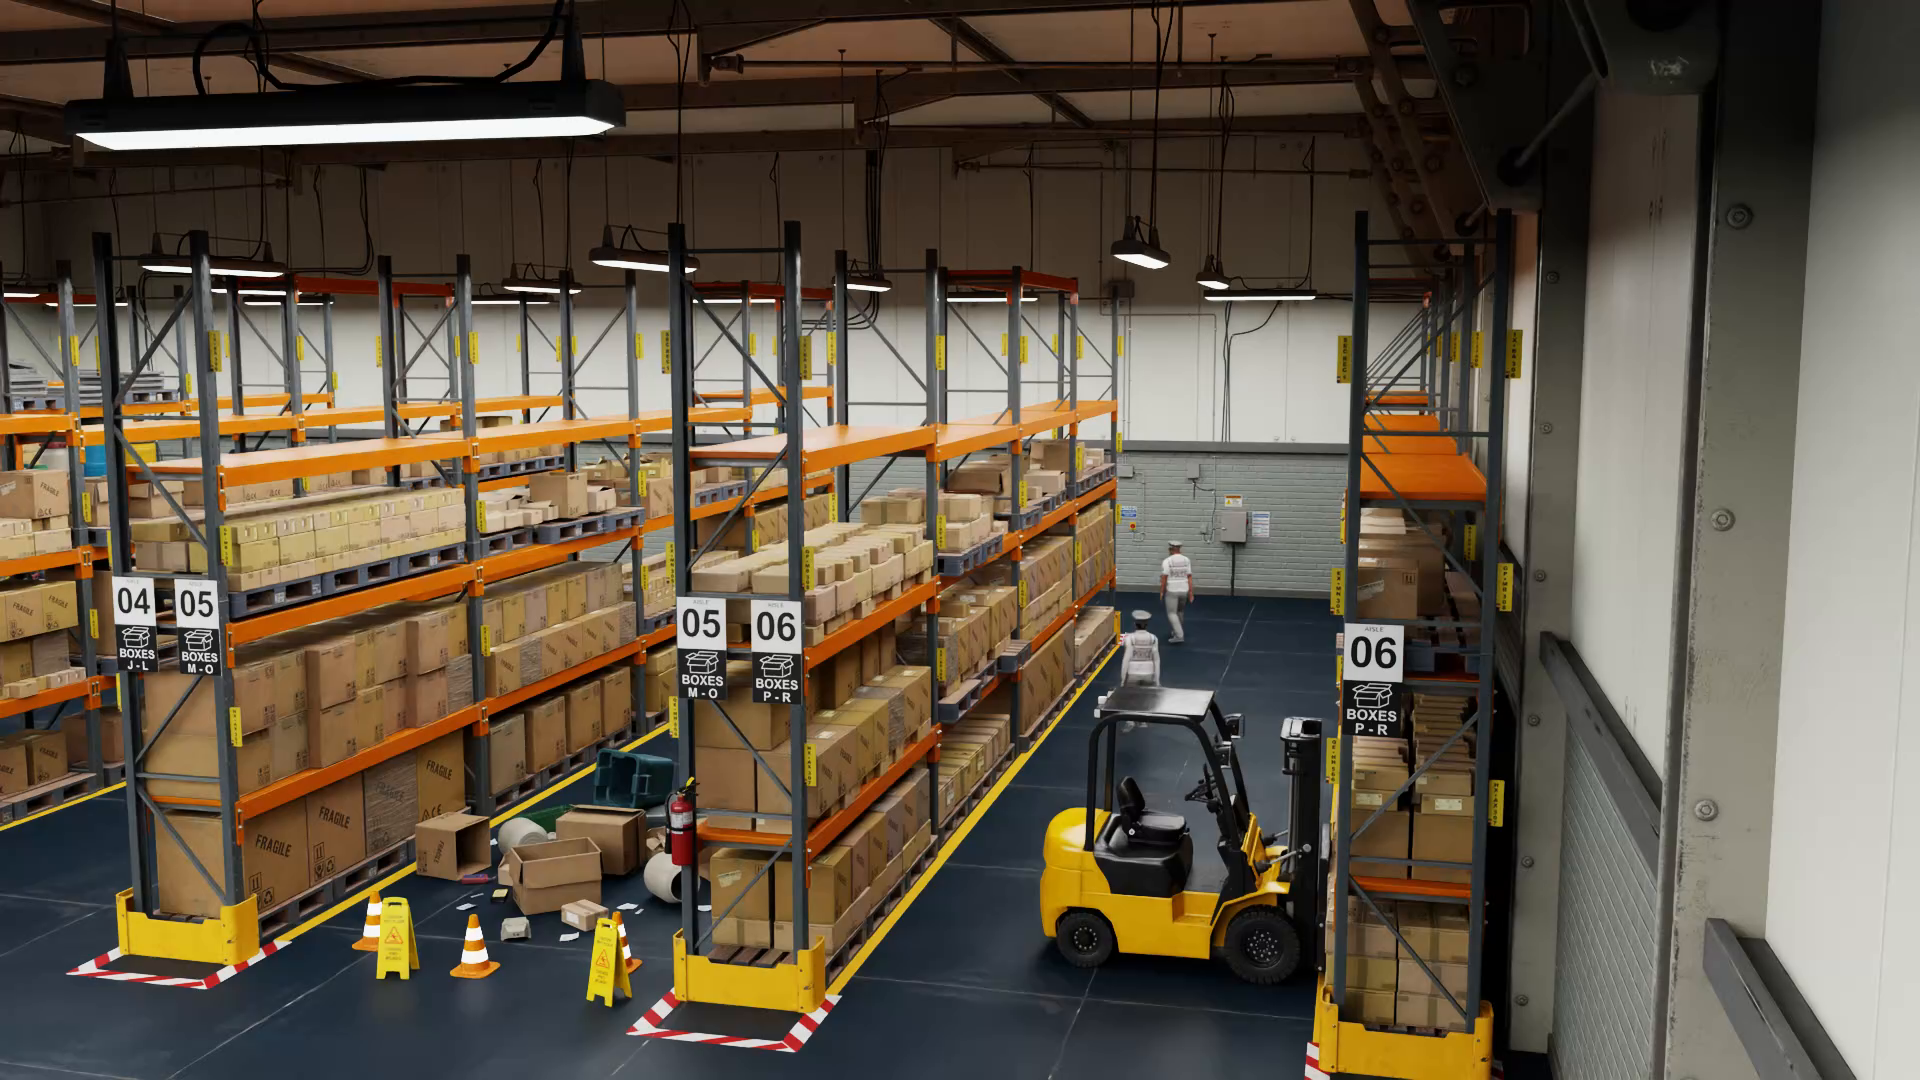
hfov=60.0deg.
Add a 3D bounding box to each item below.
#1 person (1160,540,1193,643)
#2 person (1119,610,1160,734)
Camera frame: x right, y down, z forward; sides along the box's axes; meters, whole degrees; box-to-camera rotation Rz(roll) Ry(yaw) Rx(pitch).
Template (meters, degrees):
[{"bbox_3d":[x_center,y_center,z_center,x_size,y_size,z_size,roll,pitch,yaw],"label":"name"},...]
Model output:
[{"bbox_3d":[3.655,0.866,28.298,0.572,1.719,0.868,-3,8,-23],"label":"person"},{"bbox_3d":[2.243,1.660,20.889,0.519,1.571,0.453,-1,7,-12],"label":"person"}]
